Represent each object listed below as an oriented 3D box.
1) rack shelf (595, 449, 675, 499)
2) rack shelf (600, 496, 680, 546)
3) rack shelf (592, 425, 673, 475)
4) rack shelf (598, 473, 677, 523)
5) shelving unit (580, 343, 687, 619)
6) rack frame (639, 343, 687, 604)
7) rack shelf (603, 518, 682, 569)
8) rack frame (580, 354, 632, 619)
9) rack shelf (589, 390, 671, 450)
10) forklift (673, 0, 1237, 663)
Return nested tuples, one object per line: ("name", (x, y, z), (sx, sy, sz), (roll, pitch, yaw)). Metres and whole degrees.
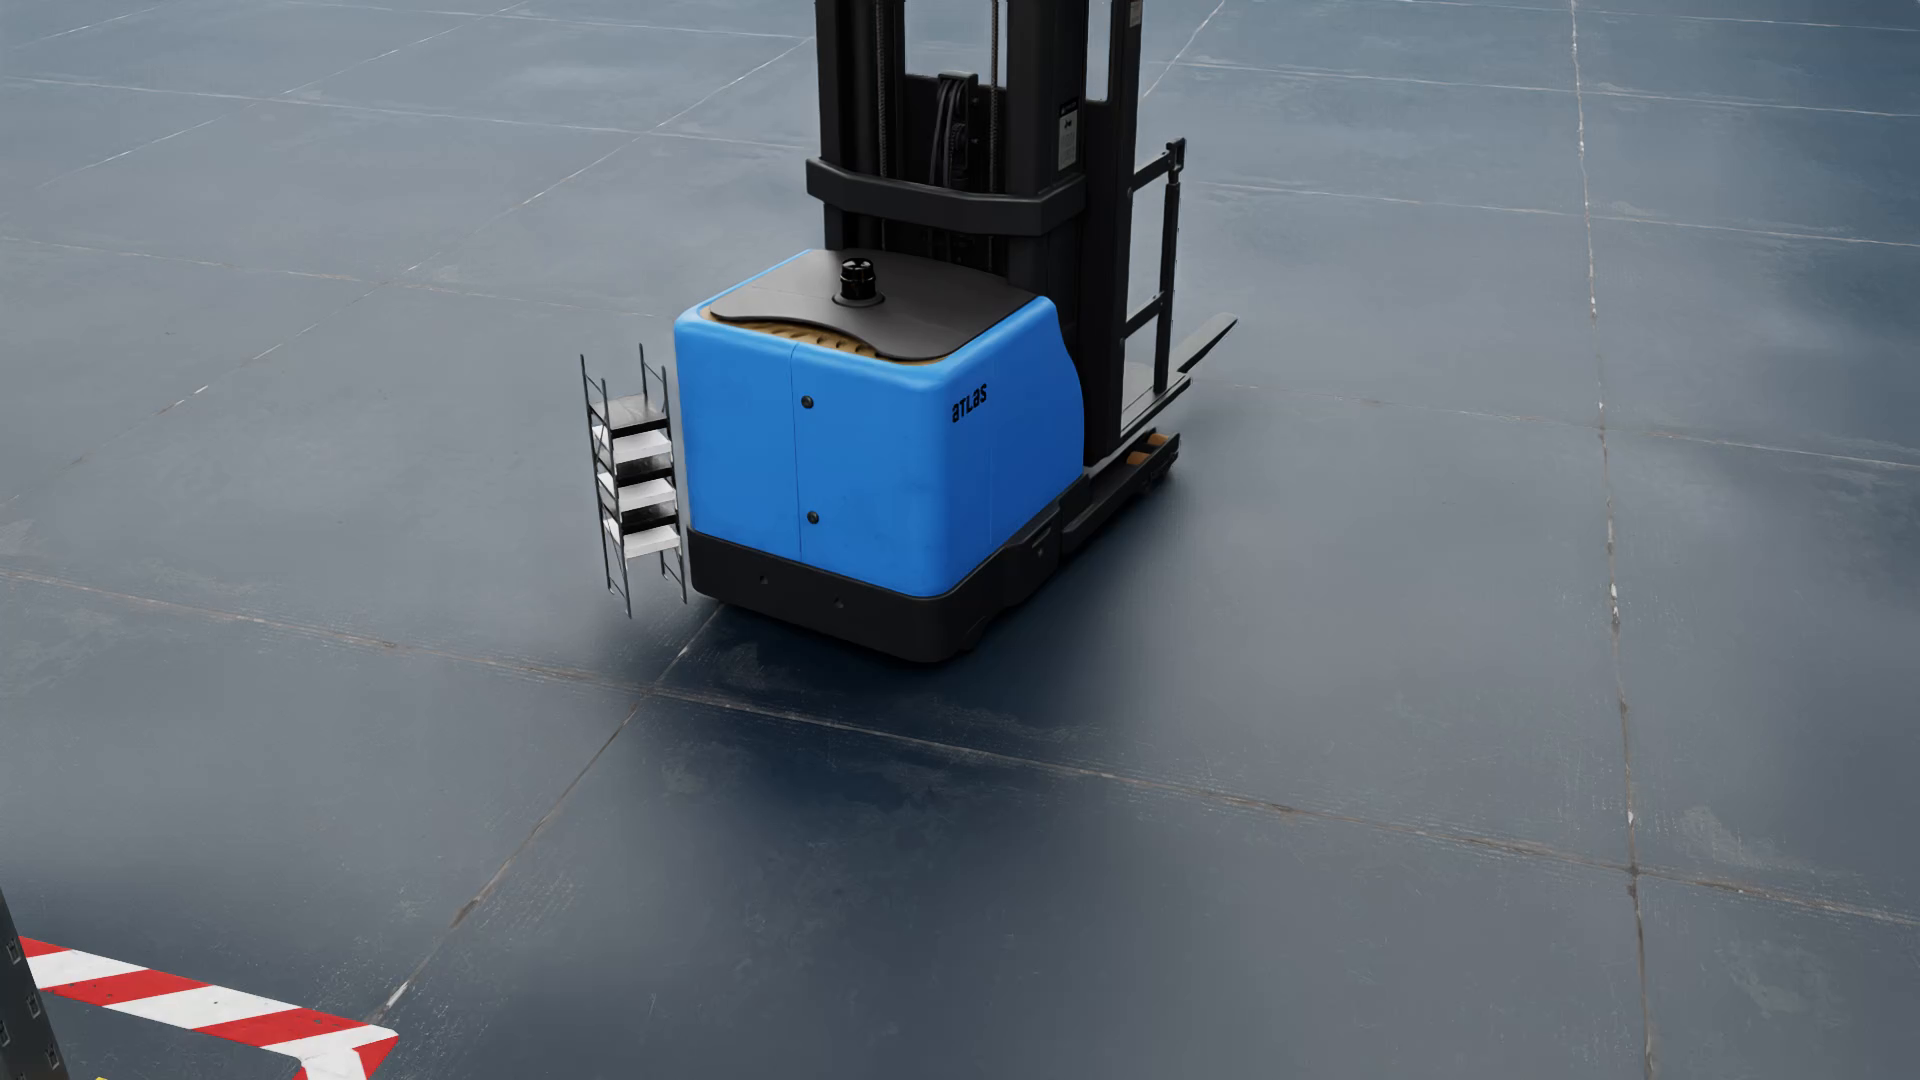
("rack shelf", (-1.109, -0.245, 5.648), (0.200, 0.077, 0.258), (-15, 32, -25))
("rack shelf", (-1.109, -0.088, 5.736), (0.200, 0.077, 0.258), (-15, 32, -25))
("rack shelf", (-1.109, -0.324, 5.605), (0.200, 0.077, 0.258), (-15, 32, -25))
("rack shelf", (-1.109, -0.167, 5.692), (0.200, 0.077, 0.258), (-15, 32, -25))
("shelving unit", (-1.109, -0.196, 5.676), (0.210, 0.900, 0.258), (-15, 32, -25))
("rack frame", (-1.020, -0.220, 5.719), (0.006, 0.900, 0.240), (-15, 32, -25))
("rack shelf", (-1.109, -0.009, 5.780), (0.200, 0.077, 0.258), (-15, 32, -25))
("rack frame", (-1.198, -0.172, 5.633), (0.006, 0.900, 0.240), (-15, 32, -25))
("rack shelf", (-1.109, -0.402, 5.561), (0.200, 0.077, 0.258), (-15, 32, -25))
("forklift", (0.230, -1.565, 6.048), (1.130, 2.935, 3.031), (16, 33, 26))
